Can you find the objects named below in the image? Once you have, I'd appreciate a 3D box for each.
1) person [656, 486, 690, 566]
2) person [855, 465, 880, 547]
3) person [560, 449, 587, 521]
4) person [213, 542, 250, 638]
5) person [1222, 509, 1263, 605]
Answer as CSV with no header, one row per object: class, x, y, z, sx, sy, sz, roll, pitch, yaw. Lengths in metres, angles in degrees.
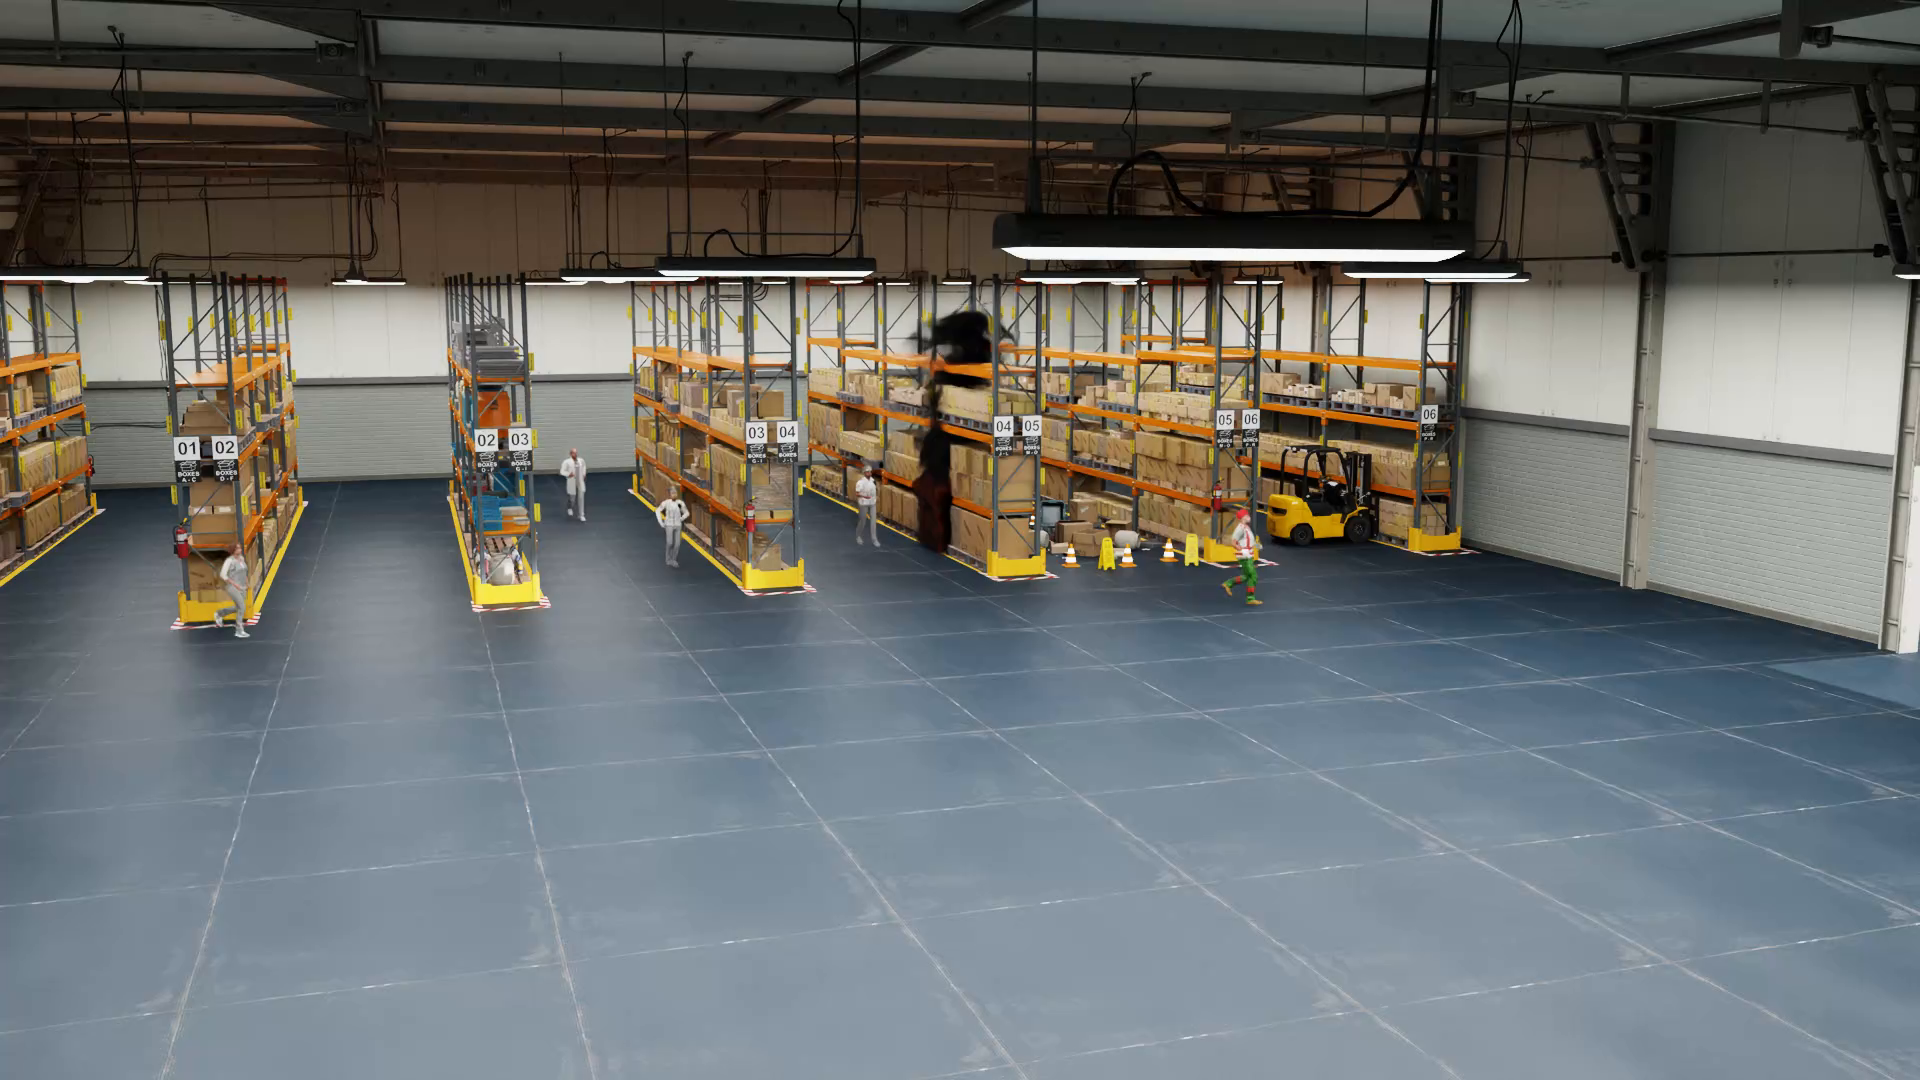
person,-5.908,-0.283,34.332,0.674,1.660,0.528,-3,9,-17
person,-1.972,-0.735,35.365,0.587,1.723,0.859,-5,10,-31
person,-9.558,-1.385,41.287,0.712,1.773,1.037,-5,10,-31
person,-12.074,0.815,27.555,0.651,1.590,0.554,2,9,11
person,5.145,0.307,30.273,0.780,1.748,0.663,4,9,23
